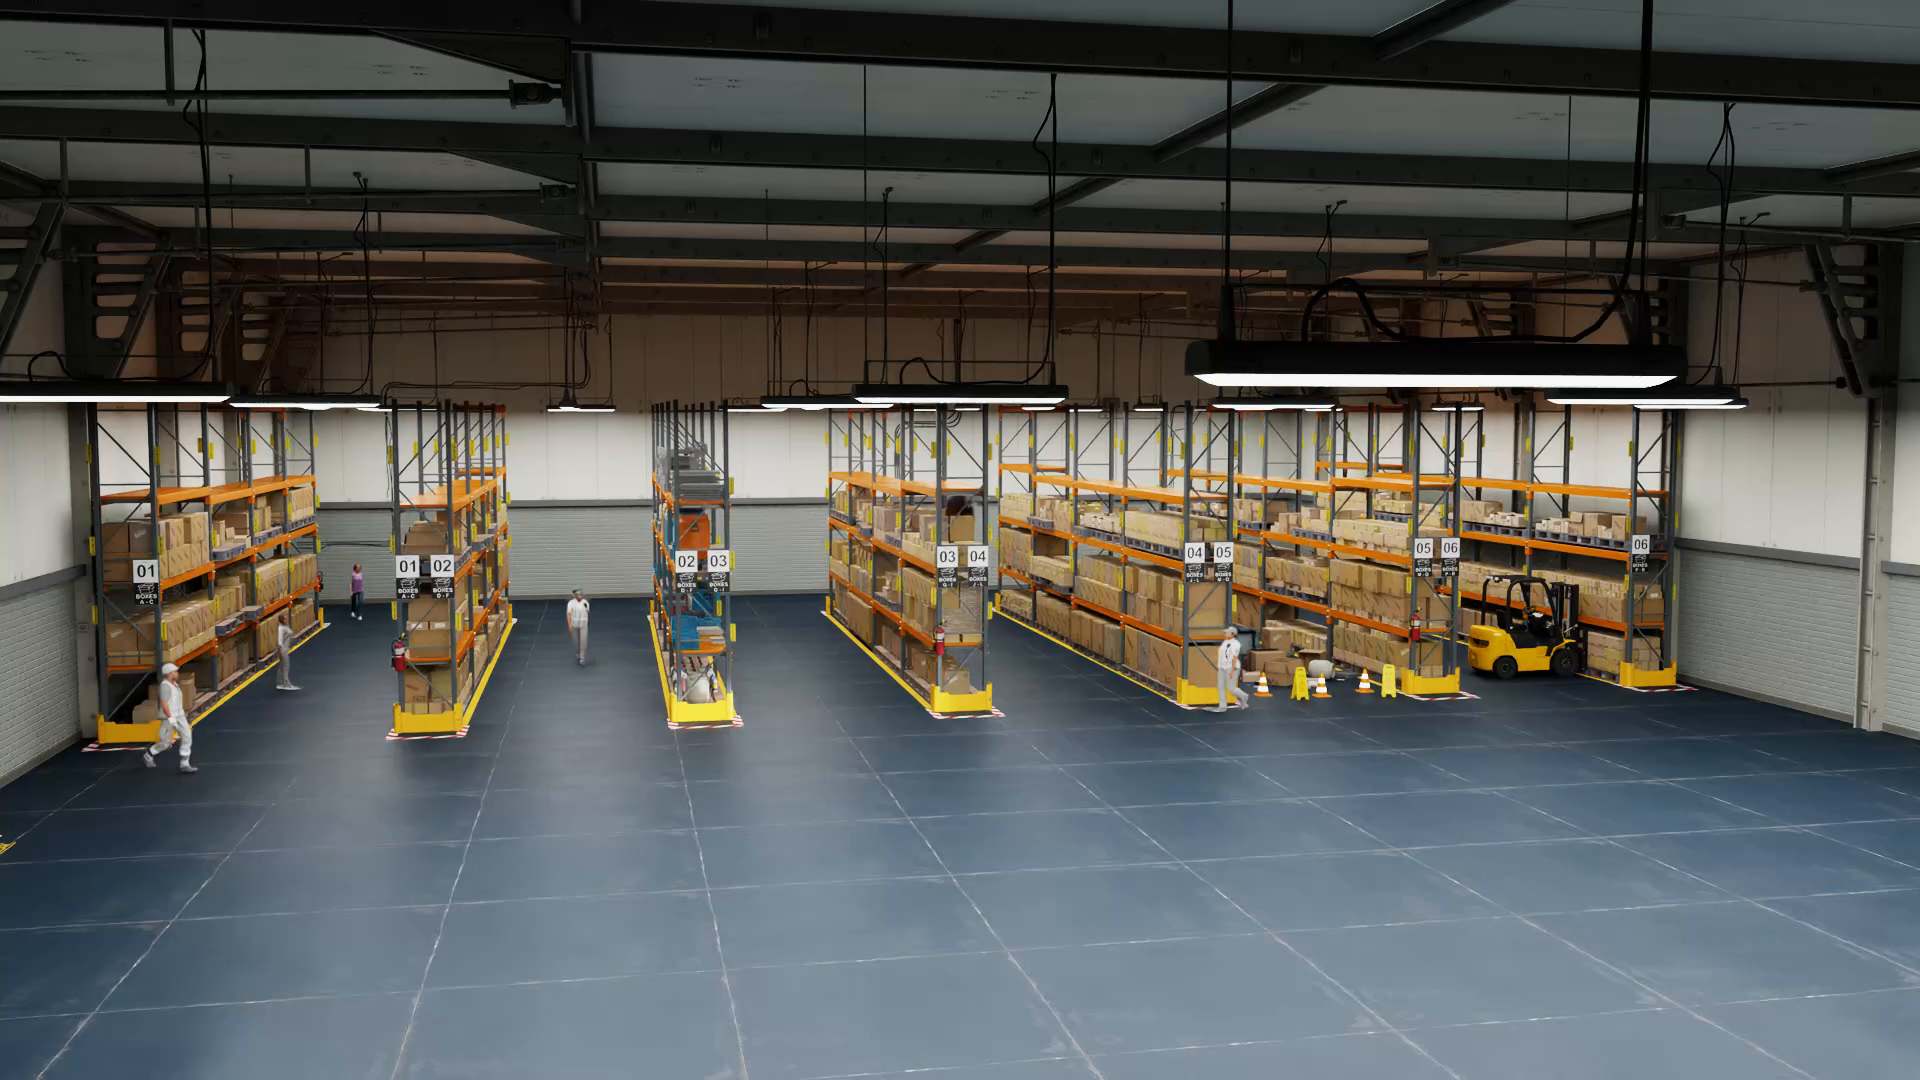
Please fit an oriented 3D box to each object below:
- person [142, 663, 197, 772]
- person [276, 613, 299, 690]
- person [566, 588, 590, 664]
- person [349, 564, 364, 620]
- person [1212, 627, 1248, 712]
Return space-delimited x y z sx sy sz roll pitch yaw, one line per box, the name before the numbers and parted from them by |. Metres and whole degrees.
person | -12.664 2.840 26.586 0.908 1.747 0.486 1 5 18
person | -14.033 2.332 34.641 0.448 1.570 0.430 -1 5 -18
person | -8.803 1.963 38.338 0.520 1.726 0.991 0 4 -6
person | -16.858 1.433 46.429 0.398 1.552 0.921 -2 5 -23
person | 5.177 2.482 31.941 0.628 1.648 0.466 -3 5 -33
